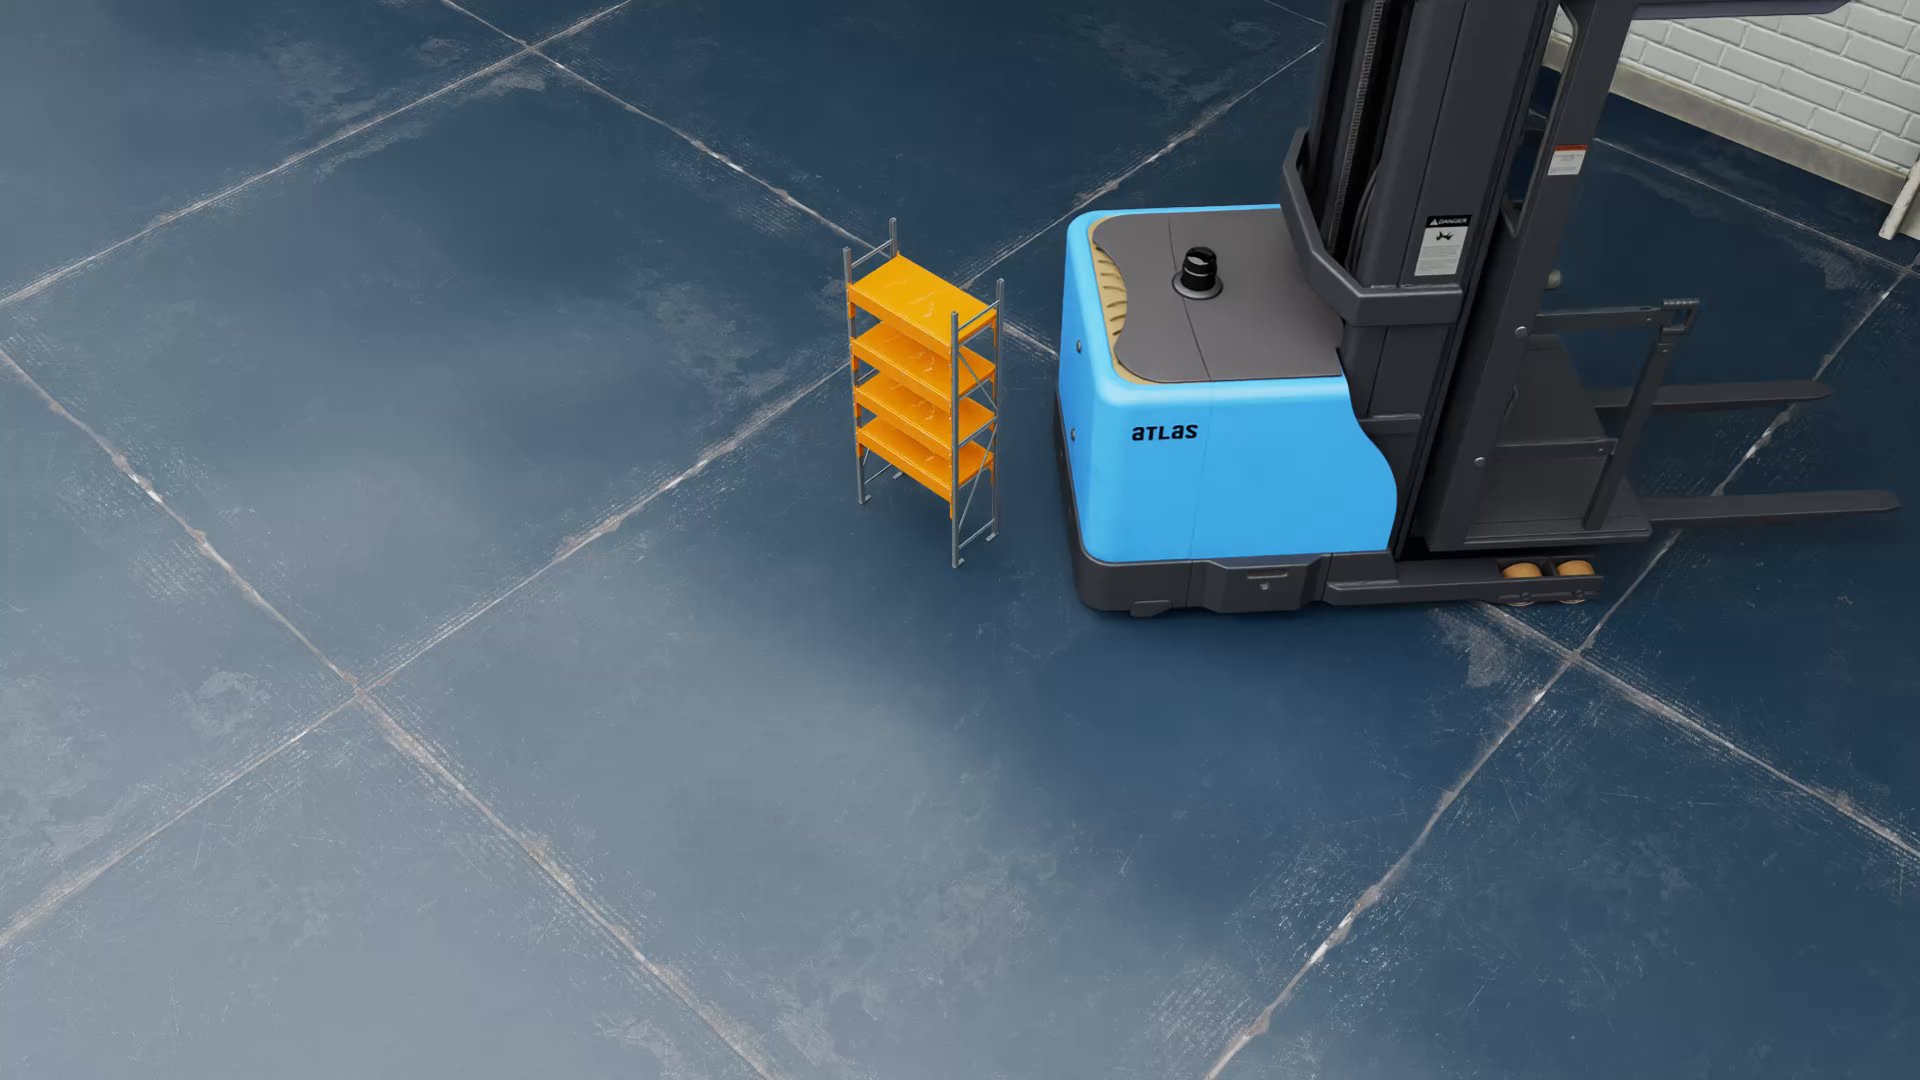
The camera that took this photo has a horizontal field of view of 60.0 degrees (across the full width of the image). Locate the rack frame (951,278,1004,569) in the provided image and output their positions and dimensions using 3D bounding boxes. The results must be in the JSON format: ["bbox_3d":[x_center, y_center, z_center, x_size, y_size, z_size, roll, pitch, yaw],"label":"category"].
[{"bbox_3d":[0.058,-0.372,5.776,0.015,1.200,0.240,34,55,28],"label":"rack frame"}]

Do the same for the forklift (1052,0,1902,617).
[{"bbox_3d":[1.904,-1.149,5.318,3.031,2.935,1.130,-3,47,-3],"label":"forklift"}]

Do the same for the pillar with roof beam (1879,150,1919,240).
[{"bbox_3d":[1.498,-2.143,2.090,0.400,9.000,9.100,34,55,28],"label":"pillar with roof beam"}]

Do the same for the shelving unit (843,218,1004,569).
[{"bbox_3d":[-0.122,-0.493,5.889,0.503,1.200,0.258,34,55,28],"label":"shelving unit"}]

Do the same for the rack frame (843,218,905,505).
[{"bbox_3d":[-0.301,-0.613,6.003,0.015,1.200,0.240,34,55,28],"label":"rack frame"}]

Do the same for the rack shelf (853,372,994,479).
[{"bbox_3d":[-0.122,-0.446,5.938,0.480,0.148,0.258,34,55,28],"label":"rack shelf"}]

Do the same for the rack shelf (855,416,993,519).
[{"bbox_3d":[-0.122,-0.311,6.083,0.480,0.148,0.258,34,55,28],"label":"rack shelf"}]

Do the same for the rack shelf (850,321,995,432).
[{"bbox_3d":[-0.122,-0.600,5.775,0.480,0.148,0.258,34,55,28],"label":"rack shelf"}]

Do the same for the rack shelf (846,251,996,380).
[{"bbox_3d":[-0.122,-0.762,5.603,0.480,0.148,0.258,34,55,28],"label":"rack shelf"}]
